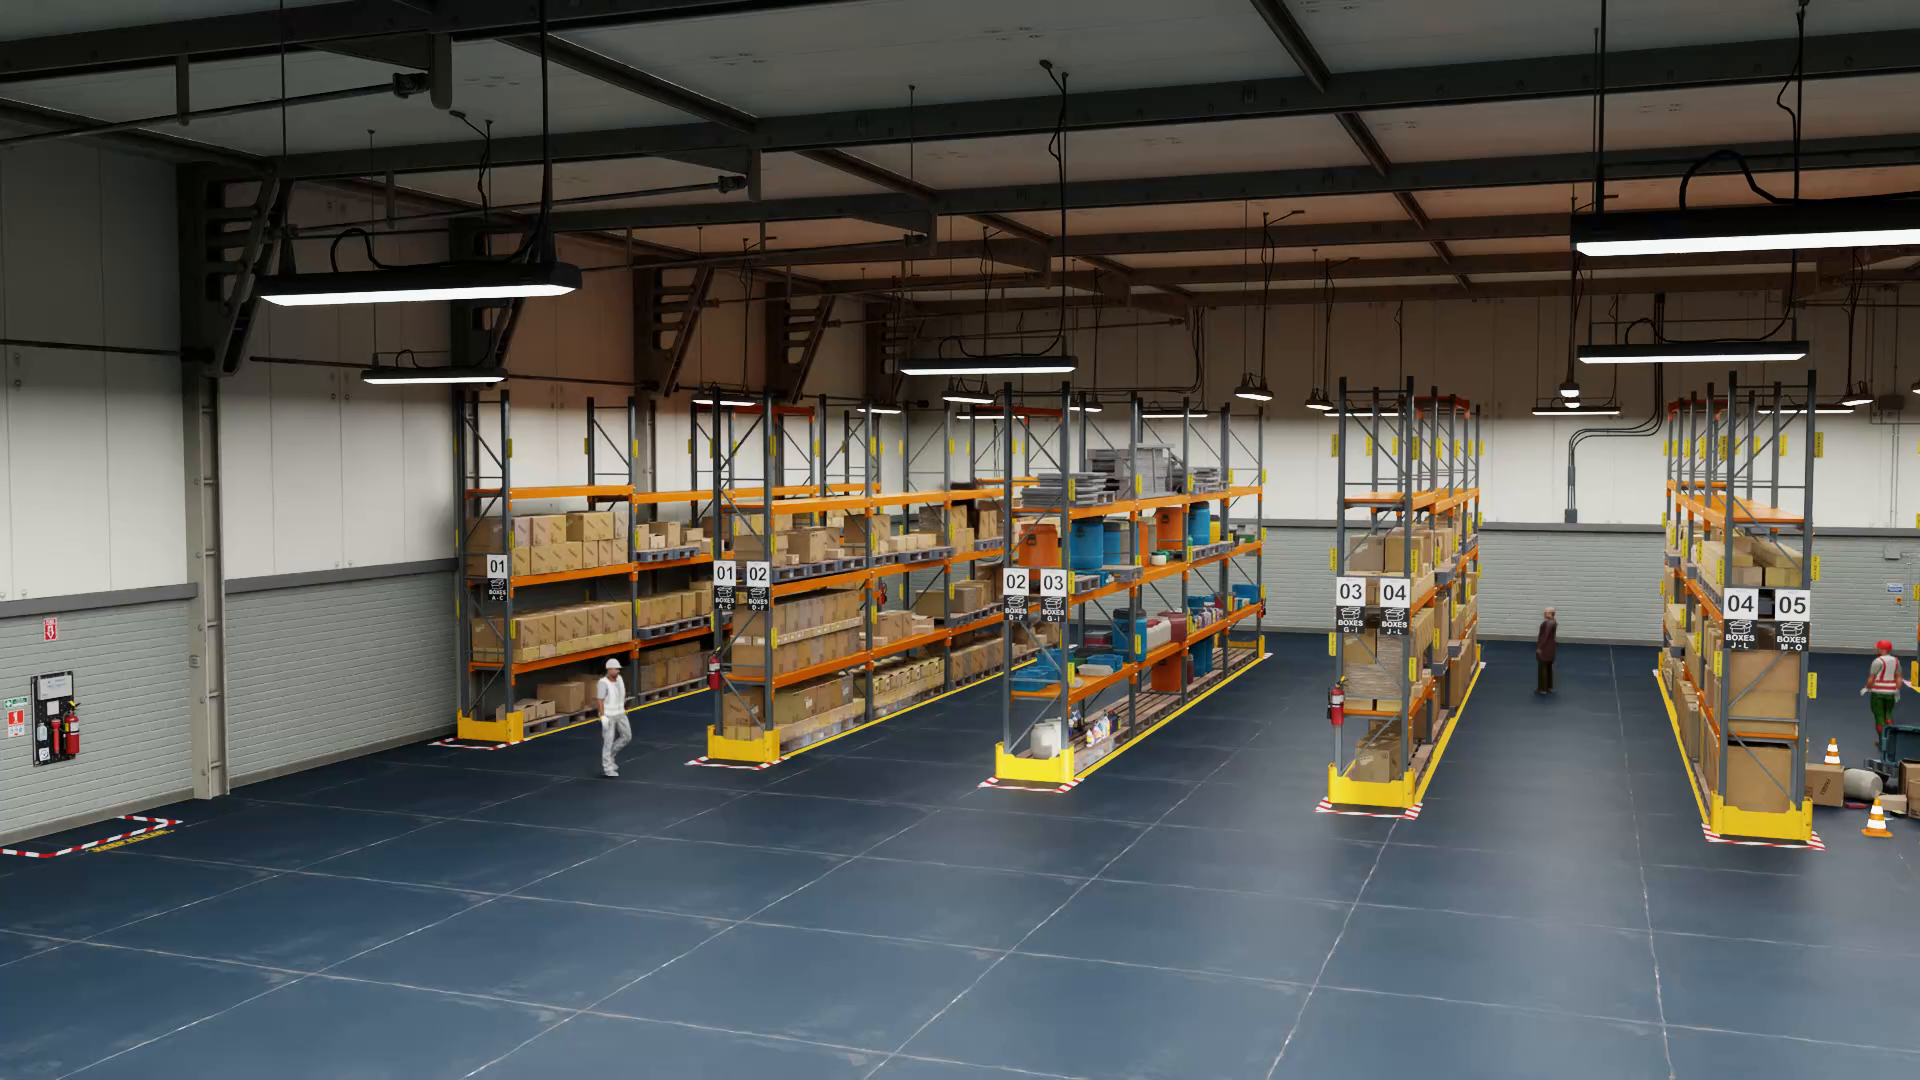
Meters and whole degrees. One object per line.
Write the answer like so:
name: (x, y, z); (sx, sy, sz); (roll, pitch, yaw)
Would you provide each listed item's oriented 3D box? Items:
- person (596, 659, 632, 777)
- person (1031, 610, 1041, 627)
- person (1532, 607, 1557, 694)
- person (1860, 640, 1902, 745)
person: (-5.342, 2.708, 25.545); (0.526, 1.783, 0.749); (2, 4, 30)
person: (2.246, 1.709, 43.821); (0.567, 1.733, 0.742); (-2, 4, -31)
person: (11.918, 2.253, 33.954); (0.476, 1.792, 0.608); (2, 4, 38)
person: (15.427, 2.571, 27.818); (0.611, 1.822, 0.536); (1, 3, 11)
